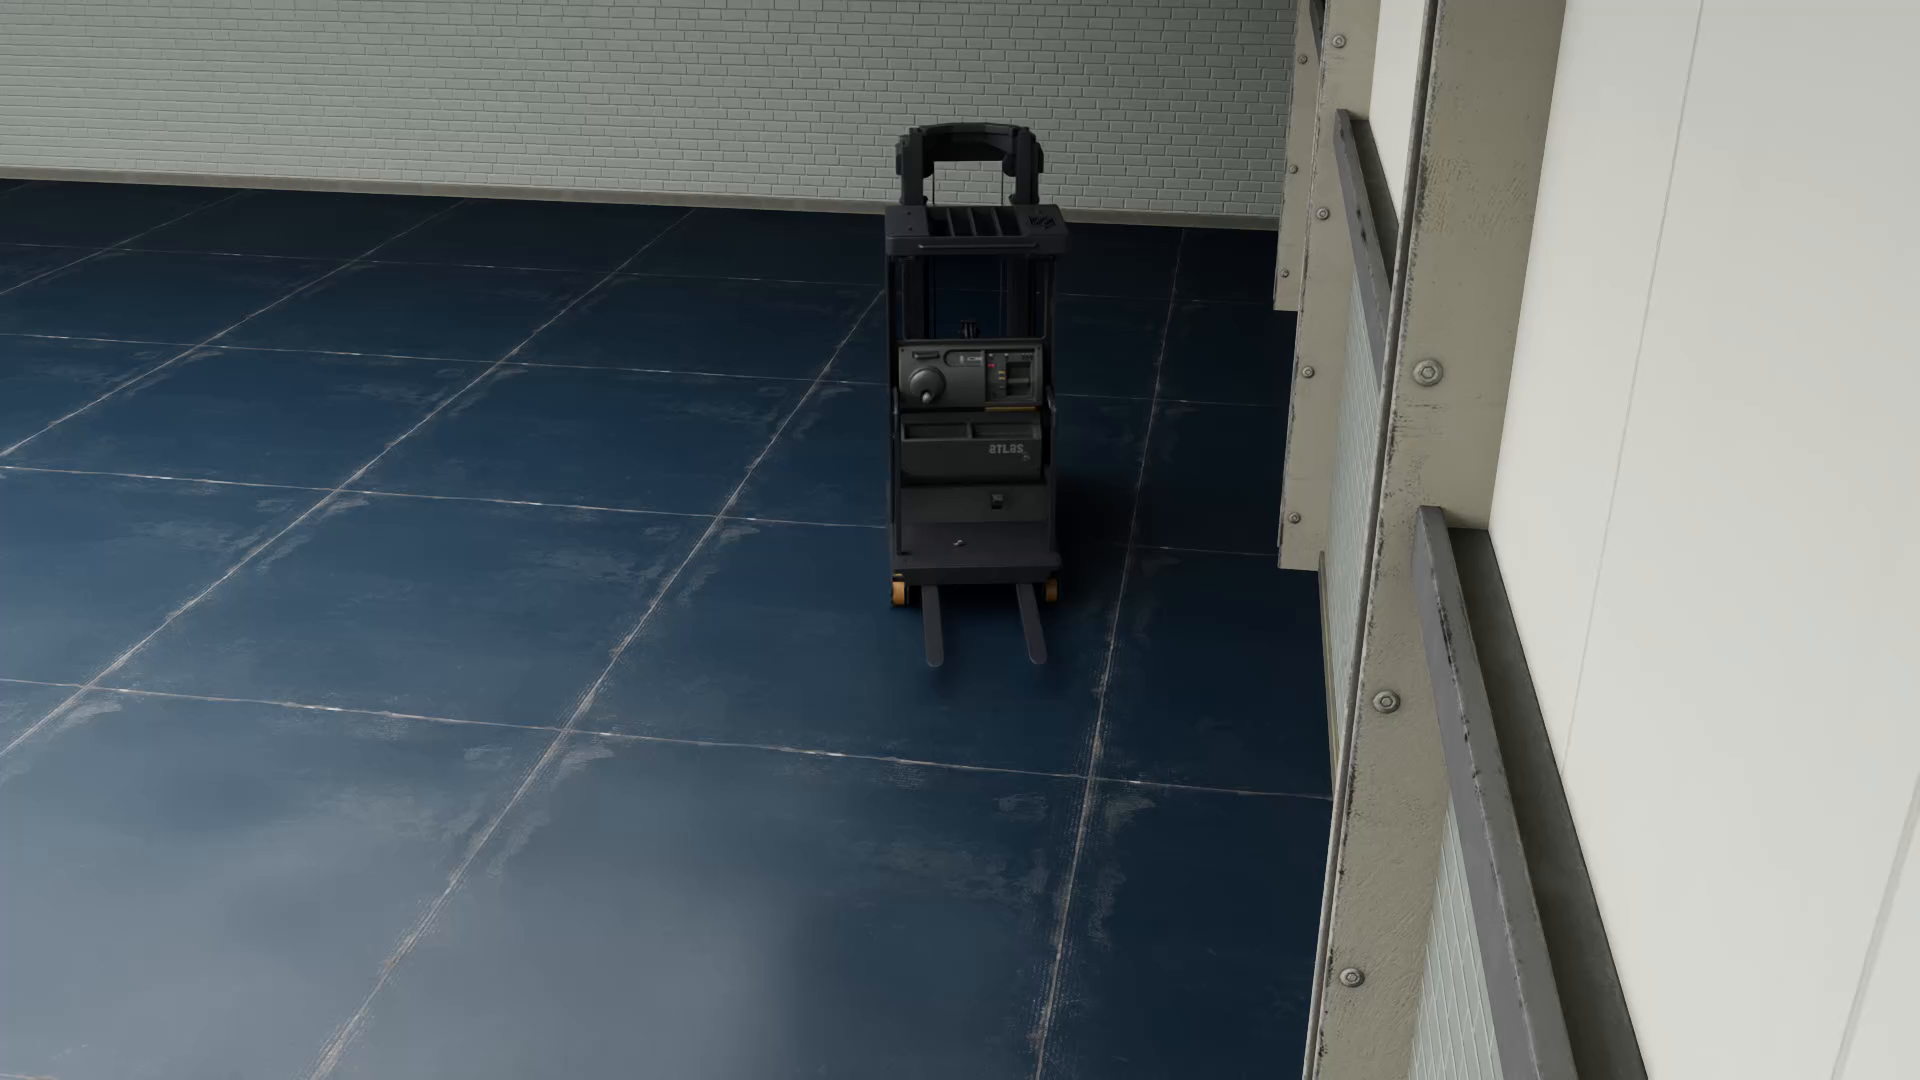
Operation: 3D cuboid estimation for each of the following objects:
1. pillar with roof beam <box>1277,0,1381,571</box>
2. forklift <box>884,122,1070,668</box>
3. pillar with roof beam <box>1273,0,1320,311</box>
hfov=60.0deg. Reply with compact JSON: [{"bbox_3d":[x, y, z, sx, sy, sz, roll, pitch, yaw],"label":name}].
[{"bbox_3d":[-1.887,-4.255,10.269,9.100,9.000,0.400,4,25,9],"label":"pillar with roof beam"},{"bbox_3d":[0.084,-1.035,10.549,1.130,2.935,3.031,-1,25,-3],"label":"forklift"},{"bbox_3d":[-0.907,-6.764,15.630,9.100,9.000,0.400,4,25,9],"label":"pillar with roof beam"}]
